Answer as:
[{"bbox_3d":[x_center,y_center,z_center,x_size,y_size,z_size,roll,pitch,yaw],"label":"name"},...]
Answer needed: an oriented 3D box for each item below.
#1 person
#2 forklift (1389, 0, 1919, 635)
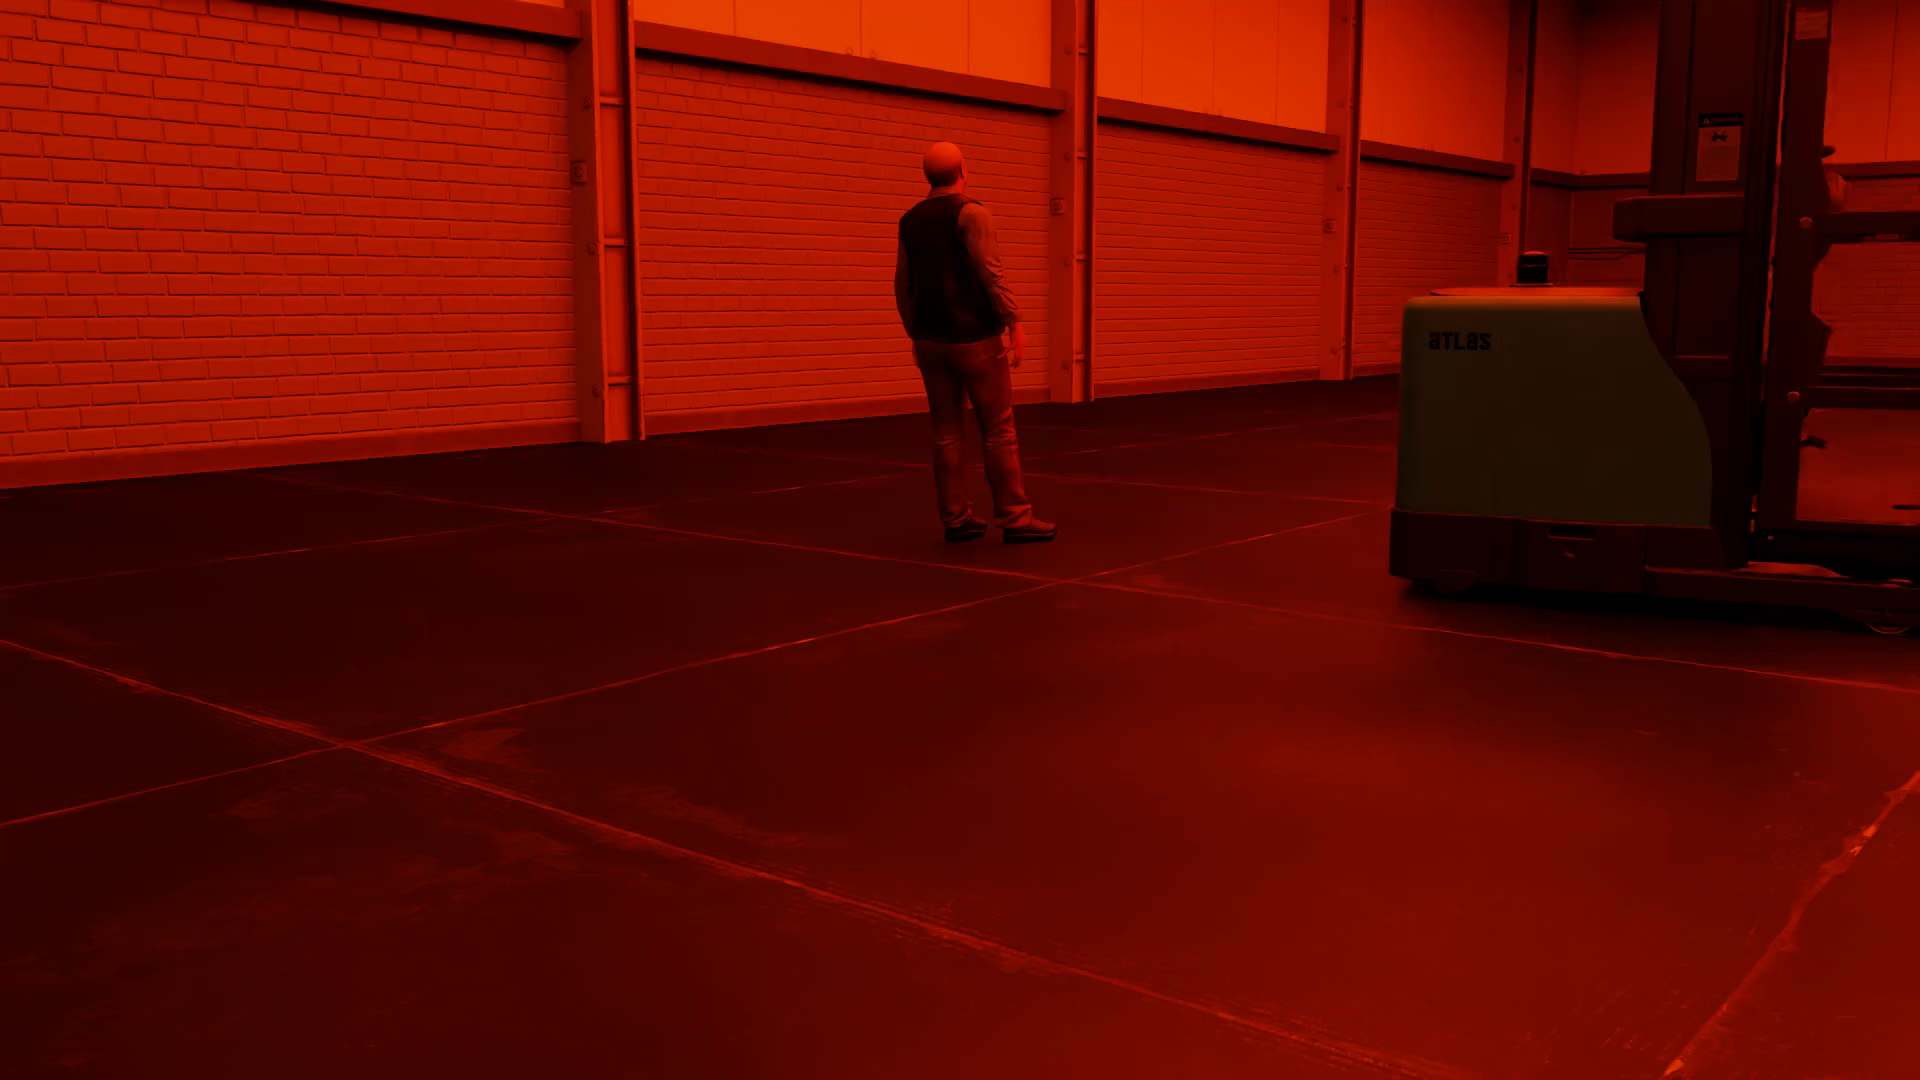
[{"bbox_3d":[0.045,-0.865,7.322,0.632,1.720,0.568,7,11,38],"label":"person"},{"bbox_3d":[3.124,-1.222,5.631,3.031,2.935,1.130,4,9,25],"label":"forklift"}]
